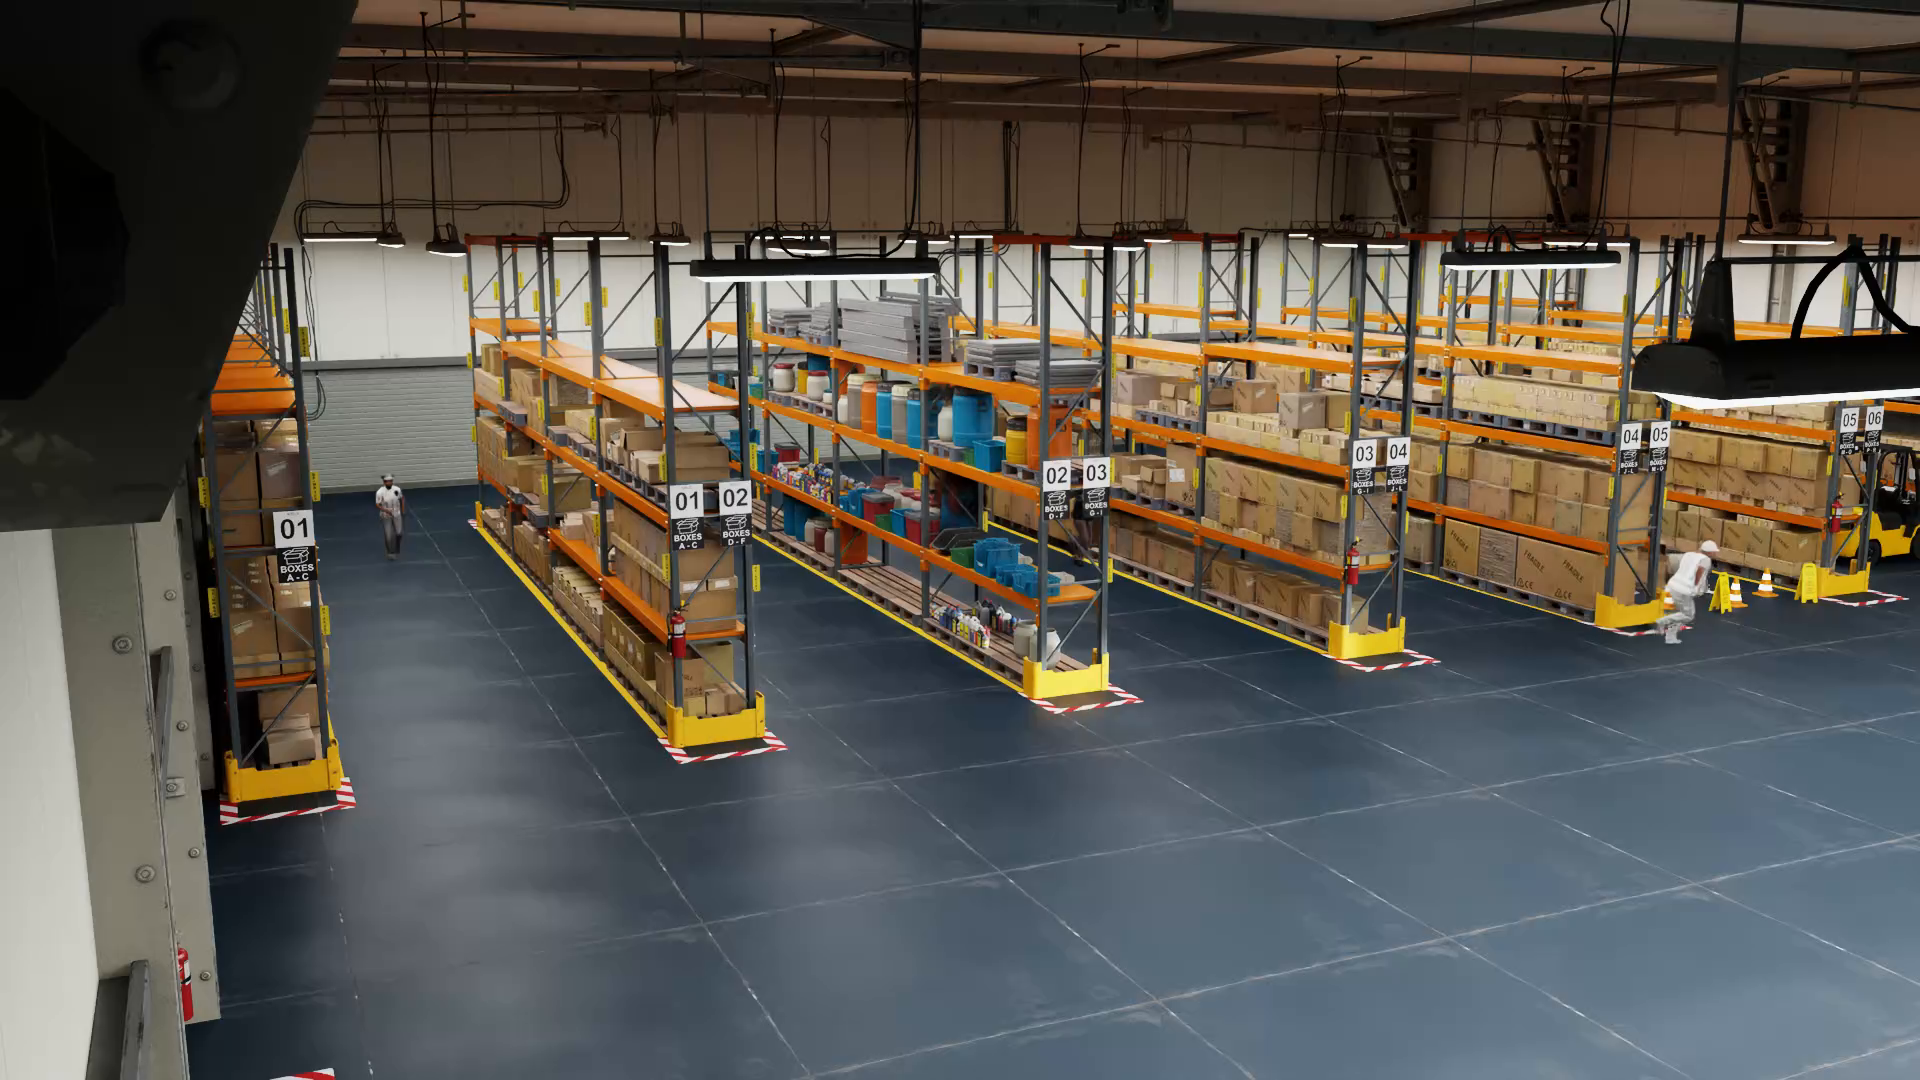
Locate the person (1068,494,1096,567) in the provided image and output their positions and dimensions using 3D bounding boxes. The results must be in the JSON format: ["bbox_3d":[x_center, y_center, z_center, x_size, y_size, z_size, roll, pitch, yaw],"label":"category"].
[{"bbox_3d":[2.179,-0.331,29.038,0.597,1.661,0.719,-7,13,-33],"label":"person"}]

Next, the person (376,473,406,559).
[{"bbox_3d":[-10.609,-0.445,31.070,0.552,1.648,0.663,-6,13,-30],"label":"person"}]

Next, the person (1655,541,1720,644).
[{"bbox_3d":[10.896,0.799,24.904,0.914,1.580,0.707,-1,11,-6],"label":"person"}]
